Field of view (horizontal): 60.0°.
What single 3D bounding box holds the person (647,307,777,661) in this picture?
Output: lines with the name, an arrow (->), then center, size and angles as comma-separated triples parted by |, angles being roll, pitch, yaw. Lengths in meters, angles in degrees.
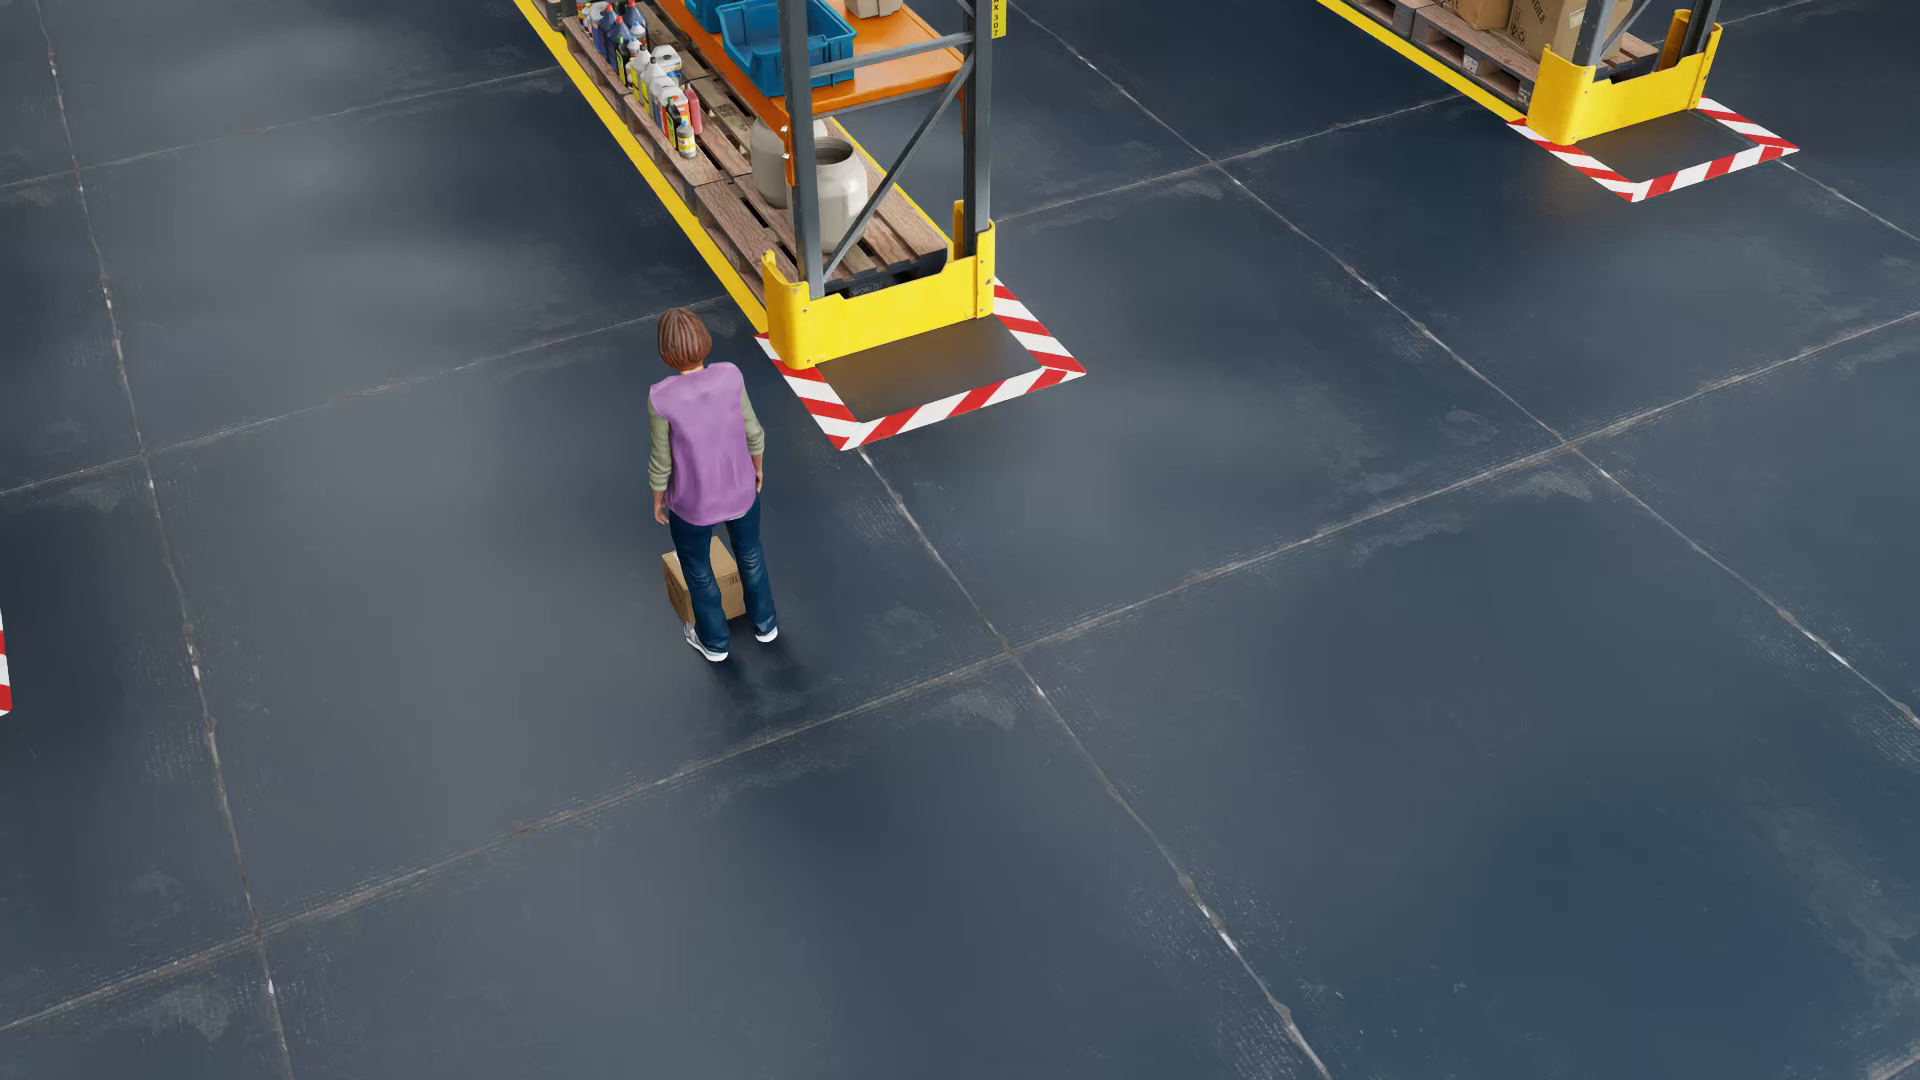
person -> -0.954, -0.178, 6.365 | 0.462, 1.594, 0.343 | -19, 45, -20
